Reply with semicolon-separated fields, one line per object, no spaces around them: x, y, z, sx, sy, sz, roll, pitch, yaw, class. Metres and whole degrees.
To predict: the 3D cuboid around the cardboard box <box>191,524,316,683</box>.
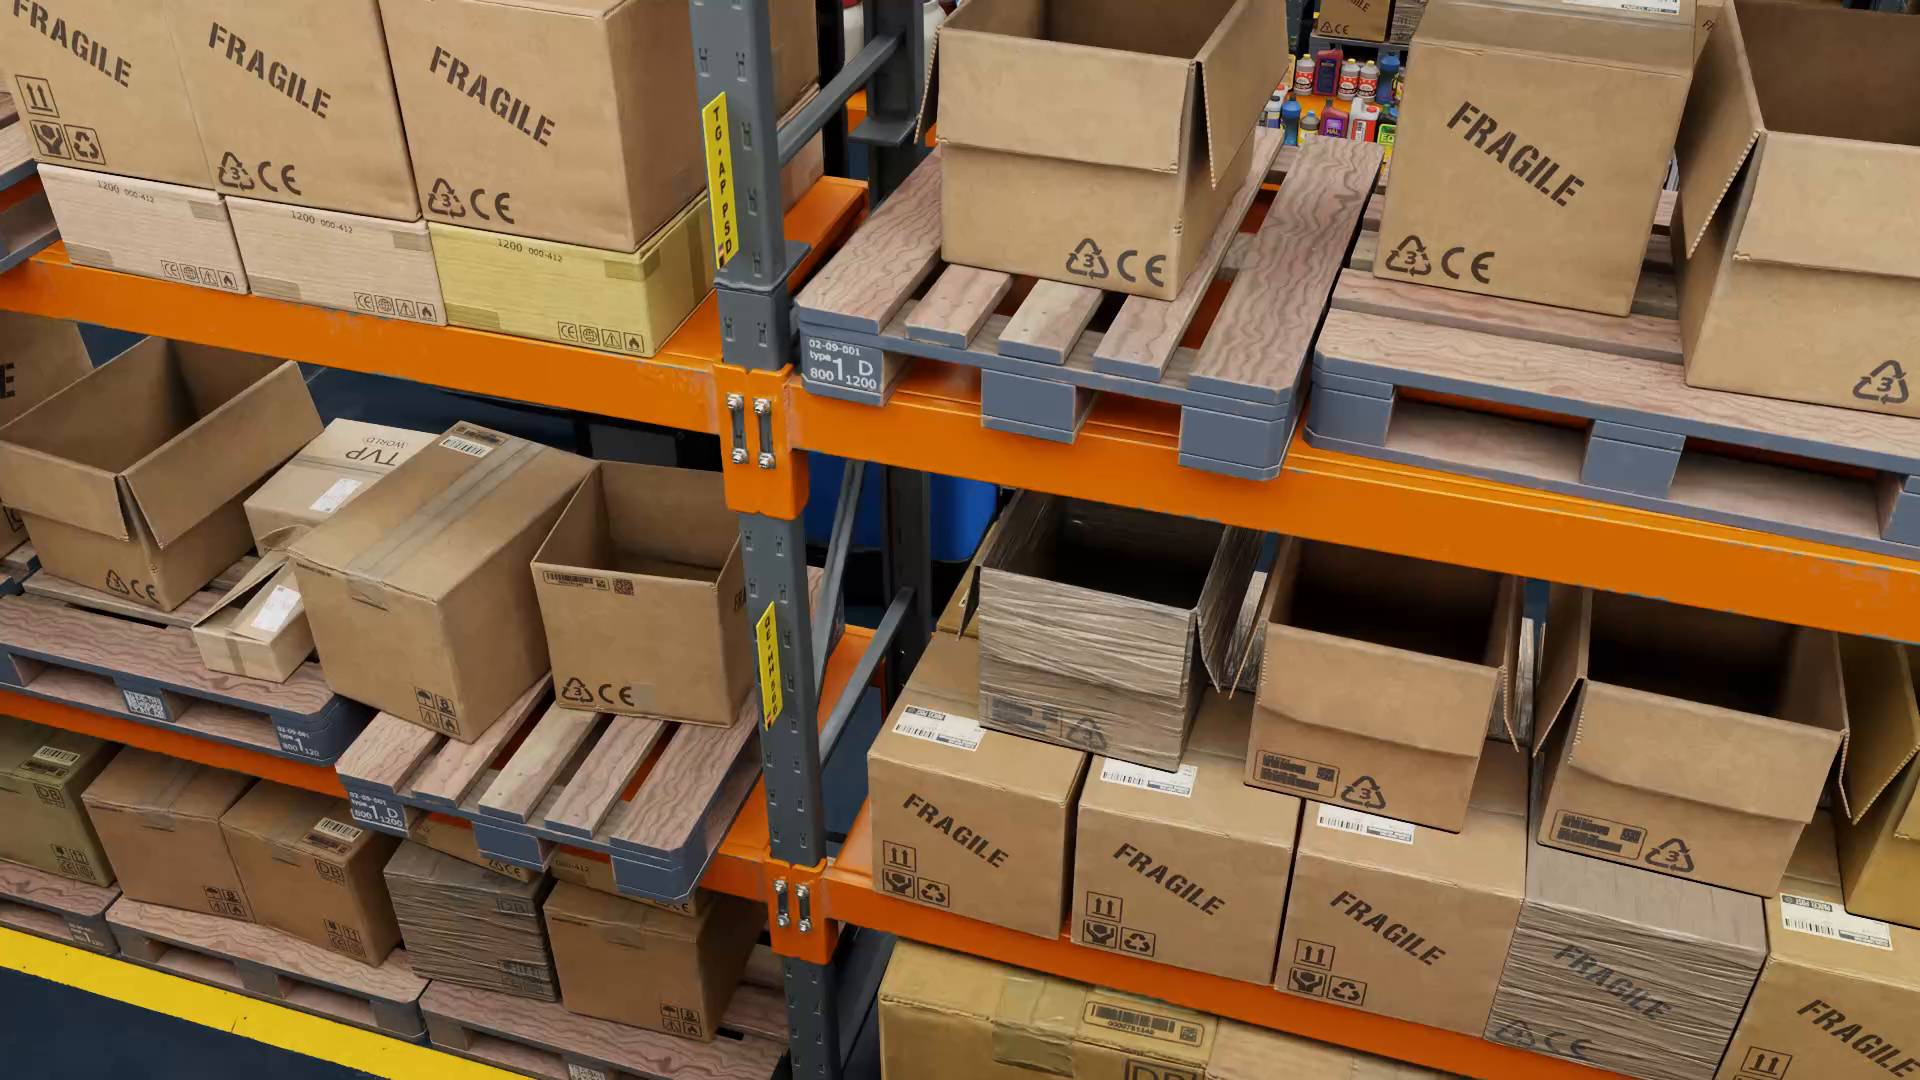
-1.964;0.167;4.752;0.258;0.266;0.396;9;37;13;cardboard box

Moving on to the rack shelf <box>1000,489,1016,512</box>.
0.308;-0.210;7.484;0.200;0.077;0.258;10;37;13;rack shelf

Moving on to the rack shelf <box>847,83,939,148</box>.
-0.724;-2.442;9.145;4.000;0.370;1.077;10;38;14;rack shelf

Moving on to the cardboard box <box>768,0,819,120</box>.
-0.664;-1.254;3.887;0.500;0.500;0.500;11;38;14;cardboard box

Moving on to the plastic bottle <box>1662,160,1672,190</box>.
3.231;-1.702;7.699;0.097;0.201;0.097;0;36;0;plastic bottle

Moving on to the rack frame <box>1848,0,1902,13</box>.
6.483;-4.474;11.298;0.127;3.000;1.000;10;38;14;rack frame

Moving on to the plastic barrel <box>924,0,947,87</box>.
-0.263;-2.559;8.602;0.421;0.512;0.421;0;36;0;plastic barrel

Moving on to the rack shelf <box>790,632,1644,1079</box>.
1.617;1.067;4.377;4.000;0.370;1.077;10;38;14;rack shelf

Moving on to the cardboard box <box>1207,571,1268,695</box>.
0.727;0.422;4.562;0.500;0.500;0.500;10;38;13;cardboard box

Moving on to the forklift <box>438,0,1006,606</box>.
-1.266;-1.364;7.130;3.031;2.935;1.130;10;37;13;forklift

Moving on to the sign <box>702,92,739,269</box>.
-0.456;-0.686;3.185;0.005;0.325;0.100;10;38;14;sign

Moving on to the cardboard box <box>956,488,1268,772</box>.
0.401;0.118;4.129;0.637;0.503;0.797;12;38;15;cardboard box

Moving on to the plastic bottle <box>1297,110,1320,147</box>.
1.697;-1.986;8.085;0.097;0.201;0.097;0;36;0;plastic bottle

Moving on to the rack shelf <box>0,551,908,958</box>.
-2.201;0.360;5.337;4.000;0.370;1.077;10;38;14;rack shelf

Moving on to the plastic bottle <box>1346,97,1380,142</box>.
1.943;-1.987;8.024;0.135;0.276;0.152;10;38;14;plastic bottle

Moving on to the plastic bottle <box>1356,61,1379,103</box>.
2.116;-2.380;8.620;0.097;0.201;0.097;0;36;0;plastic bottle

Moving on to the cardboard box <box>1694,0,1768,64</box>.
5.457;-3.661;11.931;0.500;0.500;0.500;11;38;14;cardboard box

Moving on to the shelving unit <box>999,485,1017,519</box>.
0.308;-0.309;7.411;0.210;0.900;0.258;10;37;13;shelving unit

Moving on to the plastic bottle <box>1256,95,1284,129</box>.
1.501;-2.069;8.136;0.135;0.276;0.152;10;38;14;plastic bottle

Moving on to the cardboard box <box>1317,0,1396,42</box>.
3.015;-4.109;12.540;0.500;0.500;0.500;12;38;16;cardboard box

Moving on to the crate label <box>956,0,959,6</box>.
0.317;-2.721;8.887;0.616;0.435;0.502;10;38;14;crate label

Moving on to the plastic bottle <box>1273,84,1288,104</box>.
1.547;-2.155;8.252;0.135;0.276;0.152;10;38;14;plastic bottle

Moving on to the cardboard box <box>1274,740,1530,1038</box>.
1.074;0.802;4.046;0.500;0.500;0.500;10;37;13;cardboard box

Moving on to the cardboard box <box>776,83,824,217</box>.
-0.665;-0.951;4.107;0.500;0.250;0.500;11;38;15;cardboard box

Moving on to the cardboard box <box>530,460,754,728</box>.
-0.820;0.142;4.588;0.500;0.500;0.500;6;37;8;cardboard box

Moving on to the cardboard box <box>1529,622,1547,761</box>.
1.709;0.602;4.317;0.500;0.500;0.500;11;38;15;cardboard box

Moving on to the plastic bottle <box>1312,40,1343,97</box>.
1.918;-2.461;8.661;0.133;0.283;0.061;10;38;14;plastic bottle

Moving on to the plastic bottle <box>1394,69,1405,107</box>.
2.302;-2.345;8.574;0.097;0.201;0.097;0;36;0;plastic bottle

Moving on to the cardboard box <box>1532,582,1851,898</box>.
1.664;0.350;3.814;0.637;0.503;0.797;12;38;15;cardboard box

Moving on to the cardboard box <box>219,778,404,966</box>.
-2.014;0.959;5.654;0.500;0.500;0.700;14;38;18;cardboard box

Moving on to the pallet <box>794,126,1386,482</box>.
0.338;-0.624;3.697;1.003;0.211;1.213;12;38;16;pallet

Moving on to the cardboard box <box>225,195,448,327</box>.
-1.297;-0.749;3.833;0.500;0.250;0.500;10;38;14;cardboard box

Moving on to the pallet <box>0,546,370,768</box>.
-2.194;0.174;5.144;1.213;0.211;1.003;10;38;14;pallet

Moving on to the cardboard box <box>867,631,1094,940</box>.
0.091;0.623;4.288;0.500;0.500;0.500;12;38;15;cardboard box

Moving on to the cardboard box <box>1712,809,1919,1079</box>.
2.027;0.983;3.800;0.500;0.500;0.500;10;38;13;cardboard box

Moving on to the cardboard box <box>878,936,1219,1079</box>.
0.360;1.244;4.967;0.875;0.875;1.225;9;37;12;cardboard box

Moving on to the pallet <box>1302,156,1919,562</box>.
1.407;-0.428;3.430;1.213;0.211;1.003;12;38;16;pallet

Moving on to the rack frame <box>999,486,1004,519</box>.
0.211;-0.326;7.434;0.006;0.900;0.240;10;37;13;rack frame

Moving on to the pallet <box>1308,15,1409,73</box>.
3.367;-3.904;12.876;1.213;0.211;1.003;10;38;14;pallet

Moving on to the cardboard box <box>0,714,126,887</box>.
-3.081;0.762;5.922;0.500;0.500;0.700;10;38;14;cardboard box

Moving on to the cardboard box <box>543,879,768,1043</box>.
-0.938;1.146;5.400;0.500;0.500;0.700;9;37;11;cardboard box

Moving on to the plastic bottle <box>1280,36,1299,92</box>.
1.698;-2.501;8.717;0.133;0.283;0.061;10;38;14;plastic bottle

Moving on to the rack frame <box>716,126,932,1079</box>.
-0.292;0.424;4.644;0.127;3.000;1.000;10;38;14;rack frame

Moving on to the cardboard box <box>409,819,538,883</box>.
-1.450;0.762;5.289;0.500;0.250;0.500;15;39;19;cardboard box

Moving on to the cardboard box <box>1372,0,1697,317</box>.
1.162;-0.824;3.370;0.500;0.500;0.500;12;38;16;cardboard box

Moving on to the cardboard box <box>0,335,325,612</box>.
-2.428;-0.240;5.104;0.637;0.503;0.797;14;39;19;cardboard box

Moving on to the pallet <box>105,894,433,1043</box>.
-2.198;1.191;5.953;1.213;0.211;1.003;10;38;14;pallet

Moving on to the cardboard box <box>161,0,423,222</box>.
-1.315;-1.053;3.614;0.500;0.500;0.500;10;38;14;cardboard box

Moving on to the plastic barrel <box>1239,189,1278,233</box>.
1.657;-1.597;8.866;0.708;0.830;0.600;10;38;14;plastic barrel
